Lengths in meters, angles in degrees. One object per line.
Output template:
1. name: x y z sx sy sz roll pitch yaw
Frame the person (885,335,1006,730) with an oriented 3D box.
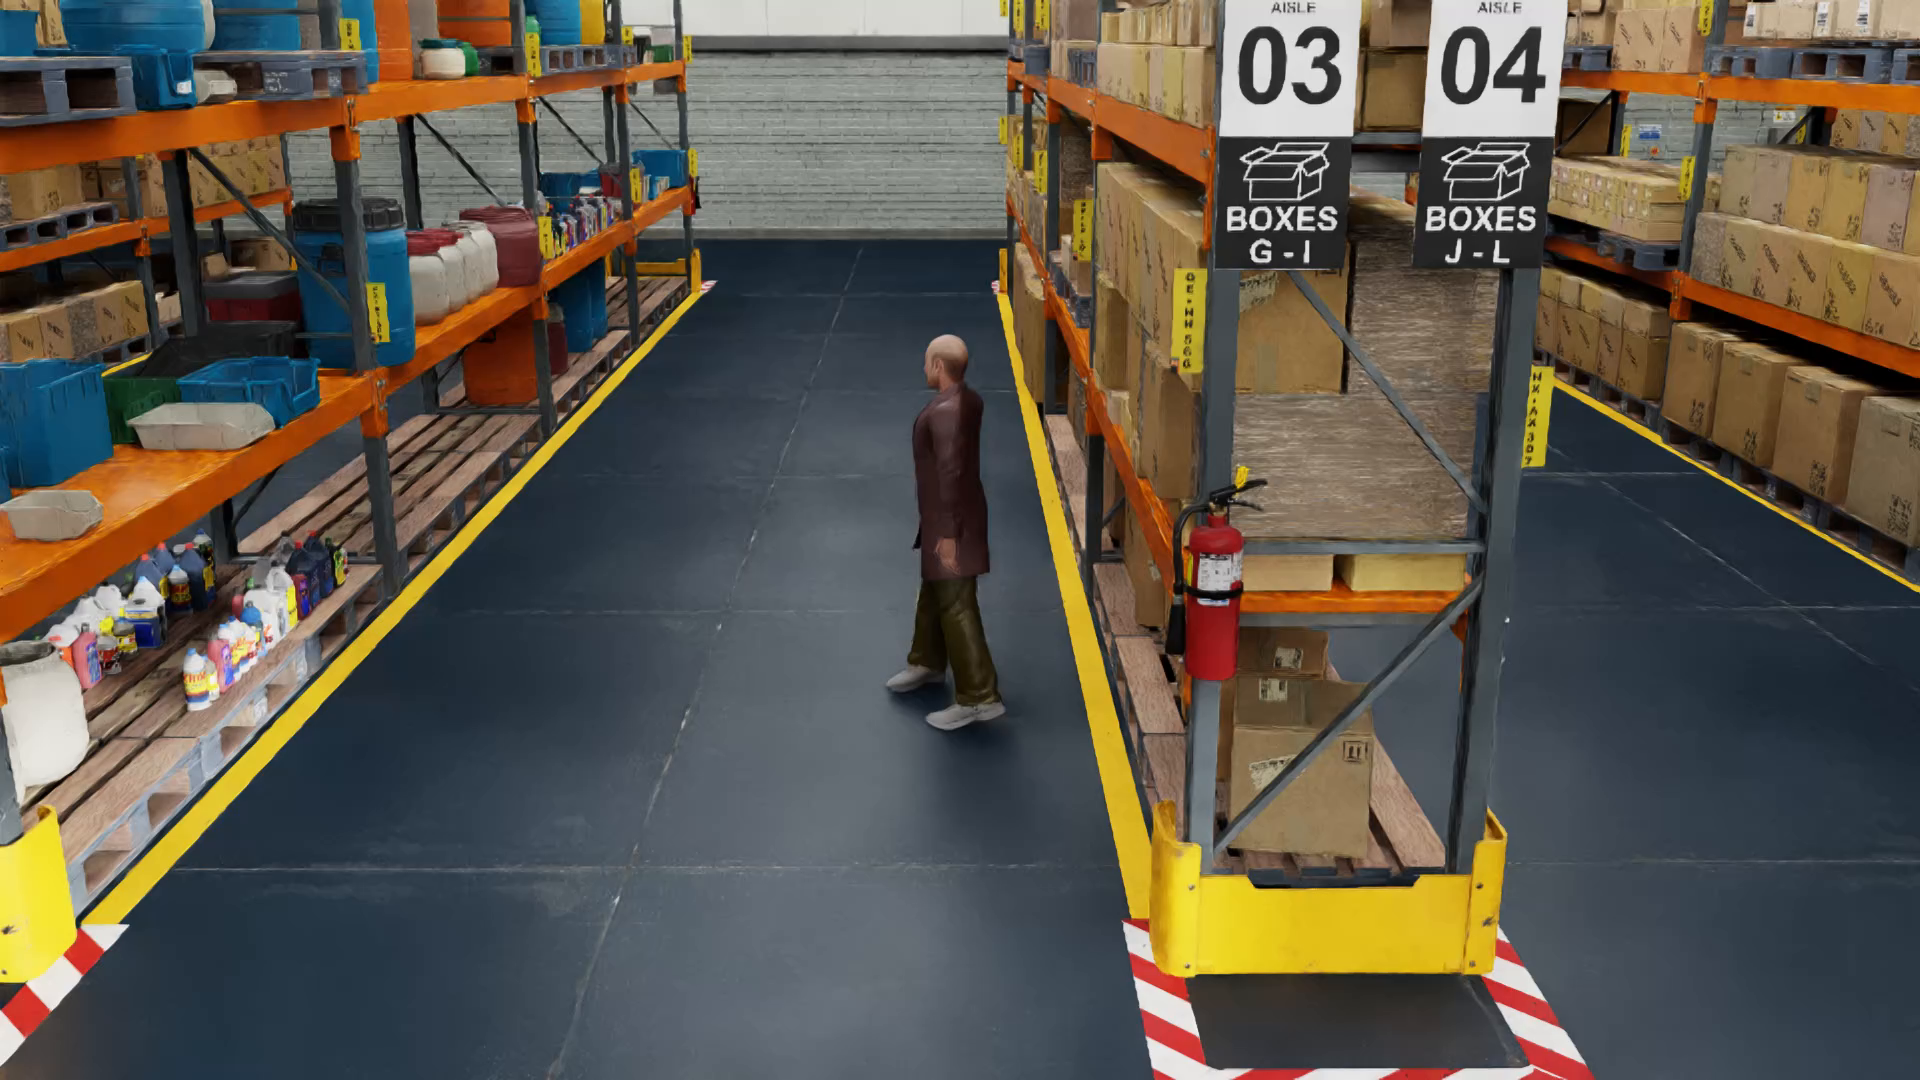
1. person: -0.058 -0.057 7.758 0.627 1.787 0.649 3 17 9
